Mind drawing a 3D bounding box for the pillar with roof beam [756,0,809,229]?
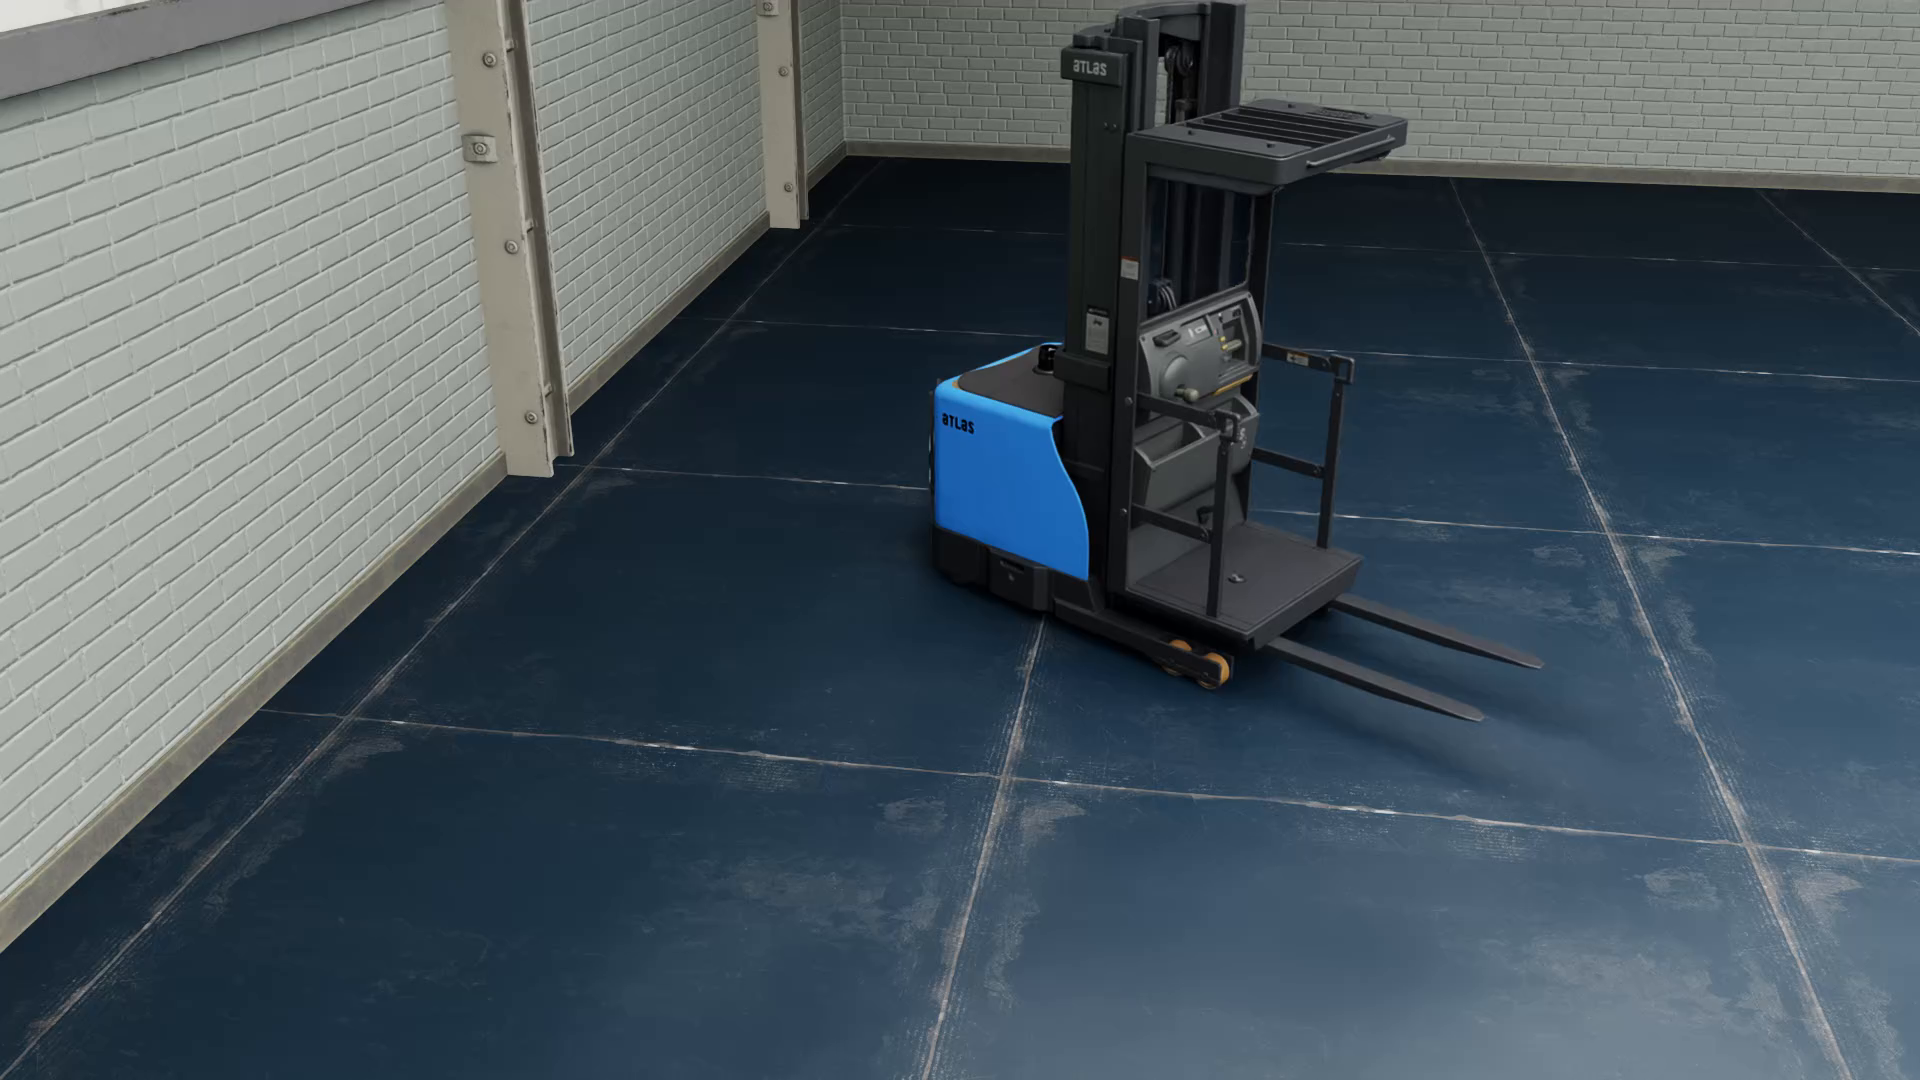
[{"bbox_3d":[2.631,-6.759,13.075,9.100,9.000,0.400,4,25,9],"label":"pillar with roof beam"}]

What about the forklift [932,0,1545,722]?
[{"bbox_3d":[1.293,-0.883,7.679,3.031,2.935,1.130,20,32,37],"label":"forklift"}]

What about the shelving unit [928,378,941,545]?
[{"bbox_3d":[-0.026,-0.414,9.073,0.258,0.900,0.210,4,25,9],"label":"shelving unit"}]

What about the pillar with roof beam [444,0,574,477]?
[{"bbox_3d":[1.650,-4.250,7.714,9.100,9.000,0.400,4,25,9],"label":"pillar with roof beam"}]

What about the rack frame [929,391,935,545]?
[{"bbox_3d":[-0.043,-0.372,8.982,0.240,0.900,0.006,4,25,9],"label":"rack frame"}]

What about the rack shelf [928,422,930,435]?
[{"bbox_3d":[-0.026,-0.628,8.973,0.258,0.077,0.200,4,25,9],"label":"rack shelf"}]

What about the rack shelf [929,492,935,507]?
[{"bbox_3d":[-0.026,-0.221,9.163,0.258,0.077,0.200,4,25,9],"label":"rack shelf"}]

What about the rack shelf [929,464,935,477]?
[{"bbox_3d":[-0.026,-0.384,9.087,0.258,0.077,0.200,4,25,9],"label":"rack shelf"}]

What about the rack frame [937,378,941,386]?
[{"bbox_3d":[-0.008,-0.456,9.164,0.240,0.900,0.006,4,25,9],"label":"rack frame"}]

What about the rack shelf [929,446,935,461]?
[{"bbox_3d":[-0.026,-0.465,9.049,0.258,0.077,0.200,4,25,9],"label":"rack shelf"}]

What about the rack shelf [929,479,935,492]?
[{"bbox_3d":[-0.026,-0.302,9.125,0.258,0.077,0.200,4,25,9],"label":"rack shelf"}]

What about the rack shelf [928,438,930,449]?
[{"bbox_3d":[-0.026,-0.547,9.011,0.258,0.077,0.200,4,25,9],"label":"rack shelf"}]
